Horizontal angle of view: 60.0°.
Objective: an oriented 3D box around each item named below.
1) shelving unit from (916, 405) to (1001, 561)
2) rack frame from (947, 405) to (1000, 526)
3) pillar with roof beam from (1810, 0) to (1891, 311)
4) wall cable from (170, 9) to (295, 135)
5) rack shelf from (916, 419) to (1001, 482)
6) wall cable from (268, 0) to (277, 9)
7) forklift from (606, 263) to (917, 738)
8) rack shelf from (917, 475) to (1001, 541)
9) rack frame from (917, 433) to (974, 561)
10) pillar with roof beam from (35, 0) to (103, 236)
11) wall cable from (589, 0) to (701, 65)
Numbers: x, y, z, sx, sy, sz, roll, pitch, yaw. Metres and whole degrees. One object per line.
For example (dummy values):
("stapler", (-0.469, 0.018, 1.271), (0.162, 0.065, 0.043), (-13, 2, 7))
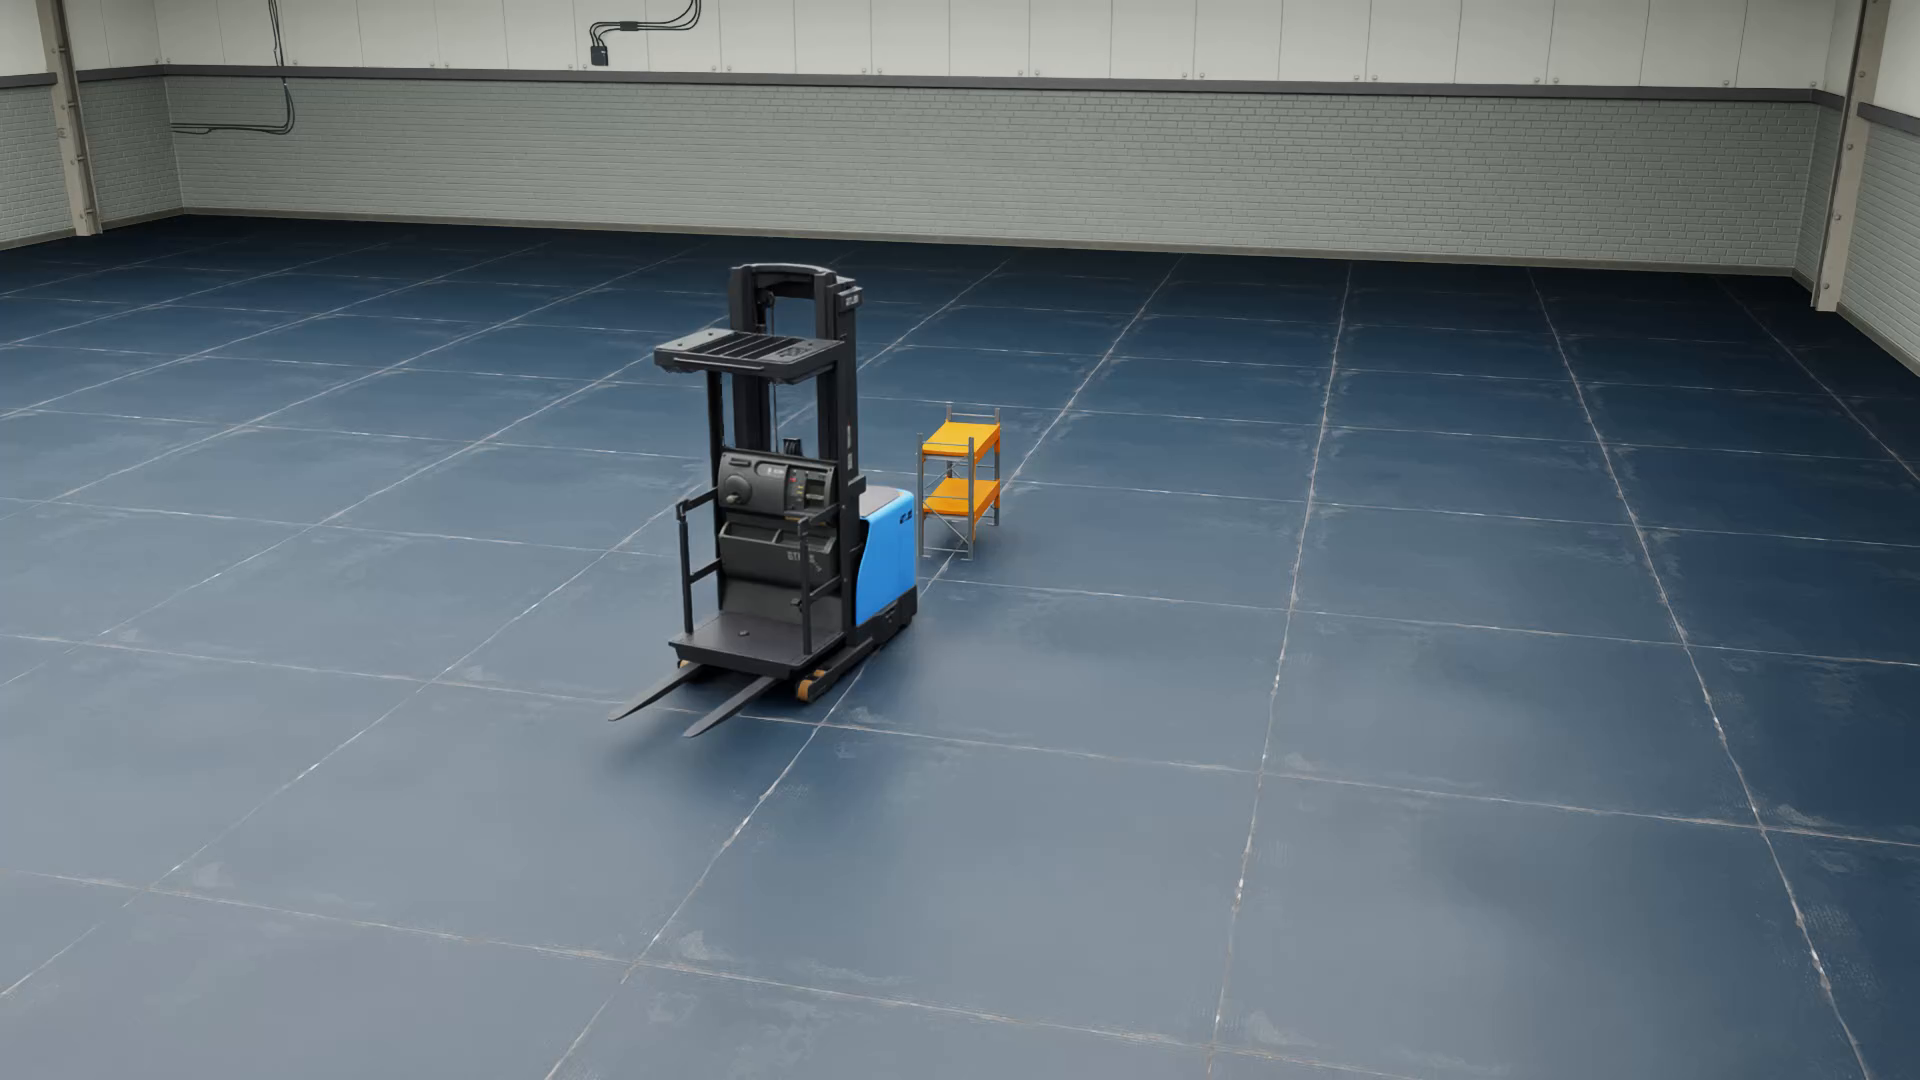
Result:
("shelving unit", (-0.002, -0.530, 15.000), (0.538, 1.125, 1.048), (5, 19, 13))
("rack frame", (0.123, -0.690, 15.466), (0.500, 1.125, 0.032), (5, 19, 13))
("pillar with roof beam", (9.139, -8.161, 25.160), (9.100, 9.000, 0.400), (5, 19, 13))
("wall cable", (-15.230, -9.659, 34.347), (3.097, 2.526, 0.112), (5, 19, 13))
("rack shelf", (-0.002, -0.807, 14.905), (0.538, 0.278, 1.000), (5, 19, 13))
("wall cable", (-12.607, -11.835, 32.905), (3.097, 2.526, 0.112), (5, 19, 13))
("forklift", (-1.415, -0.389, 11.791), (1.130, 2.935, 3.031), (8, 21, 23))
("rack shelf", (-0.002, -0.299, 15.079), (0.538, 0.278, 1.000), (5, 19, 13))
("rack frame", (-0.126, -0.371, 14.533), (0.500, 1.125, 0.032), (5, 19, 13))
("pillar with roof beam", (-13.058, -9.969, 30.452), (9.100, 9.000, 0.400), (5, 19, 13))
("wall cable", (-6.028, -11.983, 31.086), (2.305, 6.003, 0.169), (5, 19, 13))
